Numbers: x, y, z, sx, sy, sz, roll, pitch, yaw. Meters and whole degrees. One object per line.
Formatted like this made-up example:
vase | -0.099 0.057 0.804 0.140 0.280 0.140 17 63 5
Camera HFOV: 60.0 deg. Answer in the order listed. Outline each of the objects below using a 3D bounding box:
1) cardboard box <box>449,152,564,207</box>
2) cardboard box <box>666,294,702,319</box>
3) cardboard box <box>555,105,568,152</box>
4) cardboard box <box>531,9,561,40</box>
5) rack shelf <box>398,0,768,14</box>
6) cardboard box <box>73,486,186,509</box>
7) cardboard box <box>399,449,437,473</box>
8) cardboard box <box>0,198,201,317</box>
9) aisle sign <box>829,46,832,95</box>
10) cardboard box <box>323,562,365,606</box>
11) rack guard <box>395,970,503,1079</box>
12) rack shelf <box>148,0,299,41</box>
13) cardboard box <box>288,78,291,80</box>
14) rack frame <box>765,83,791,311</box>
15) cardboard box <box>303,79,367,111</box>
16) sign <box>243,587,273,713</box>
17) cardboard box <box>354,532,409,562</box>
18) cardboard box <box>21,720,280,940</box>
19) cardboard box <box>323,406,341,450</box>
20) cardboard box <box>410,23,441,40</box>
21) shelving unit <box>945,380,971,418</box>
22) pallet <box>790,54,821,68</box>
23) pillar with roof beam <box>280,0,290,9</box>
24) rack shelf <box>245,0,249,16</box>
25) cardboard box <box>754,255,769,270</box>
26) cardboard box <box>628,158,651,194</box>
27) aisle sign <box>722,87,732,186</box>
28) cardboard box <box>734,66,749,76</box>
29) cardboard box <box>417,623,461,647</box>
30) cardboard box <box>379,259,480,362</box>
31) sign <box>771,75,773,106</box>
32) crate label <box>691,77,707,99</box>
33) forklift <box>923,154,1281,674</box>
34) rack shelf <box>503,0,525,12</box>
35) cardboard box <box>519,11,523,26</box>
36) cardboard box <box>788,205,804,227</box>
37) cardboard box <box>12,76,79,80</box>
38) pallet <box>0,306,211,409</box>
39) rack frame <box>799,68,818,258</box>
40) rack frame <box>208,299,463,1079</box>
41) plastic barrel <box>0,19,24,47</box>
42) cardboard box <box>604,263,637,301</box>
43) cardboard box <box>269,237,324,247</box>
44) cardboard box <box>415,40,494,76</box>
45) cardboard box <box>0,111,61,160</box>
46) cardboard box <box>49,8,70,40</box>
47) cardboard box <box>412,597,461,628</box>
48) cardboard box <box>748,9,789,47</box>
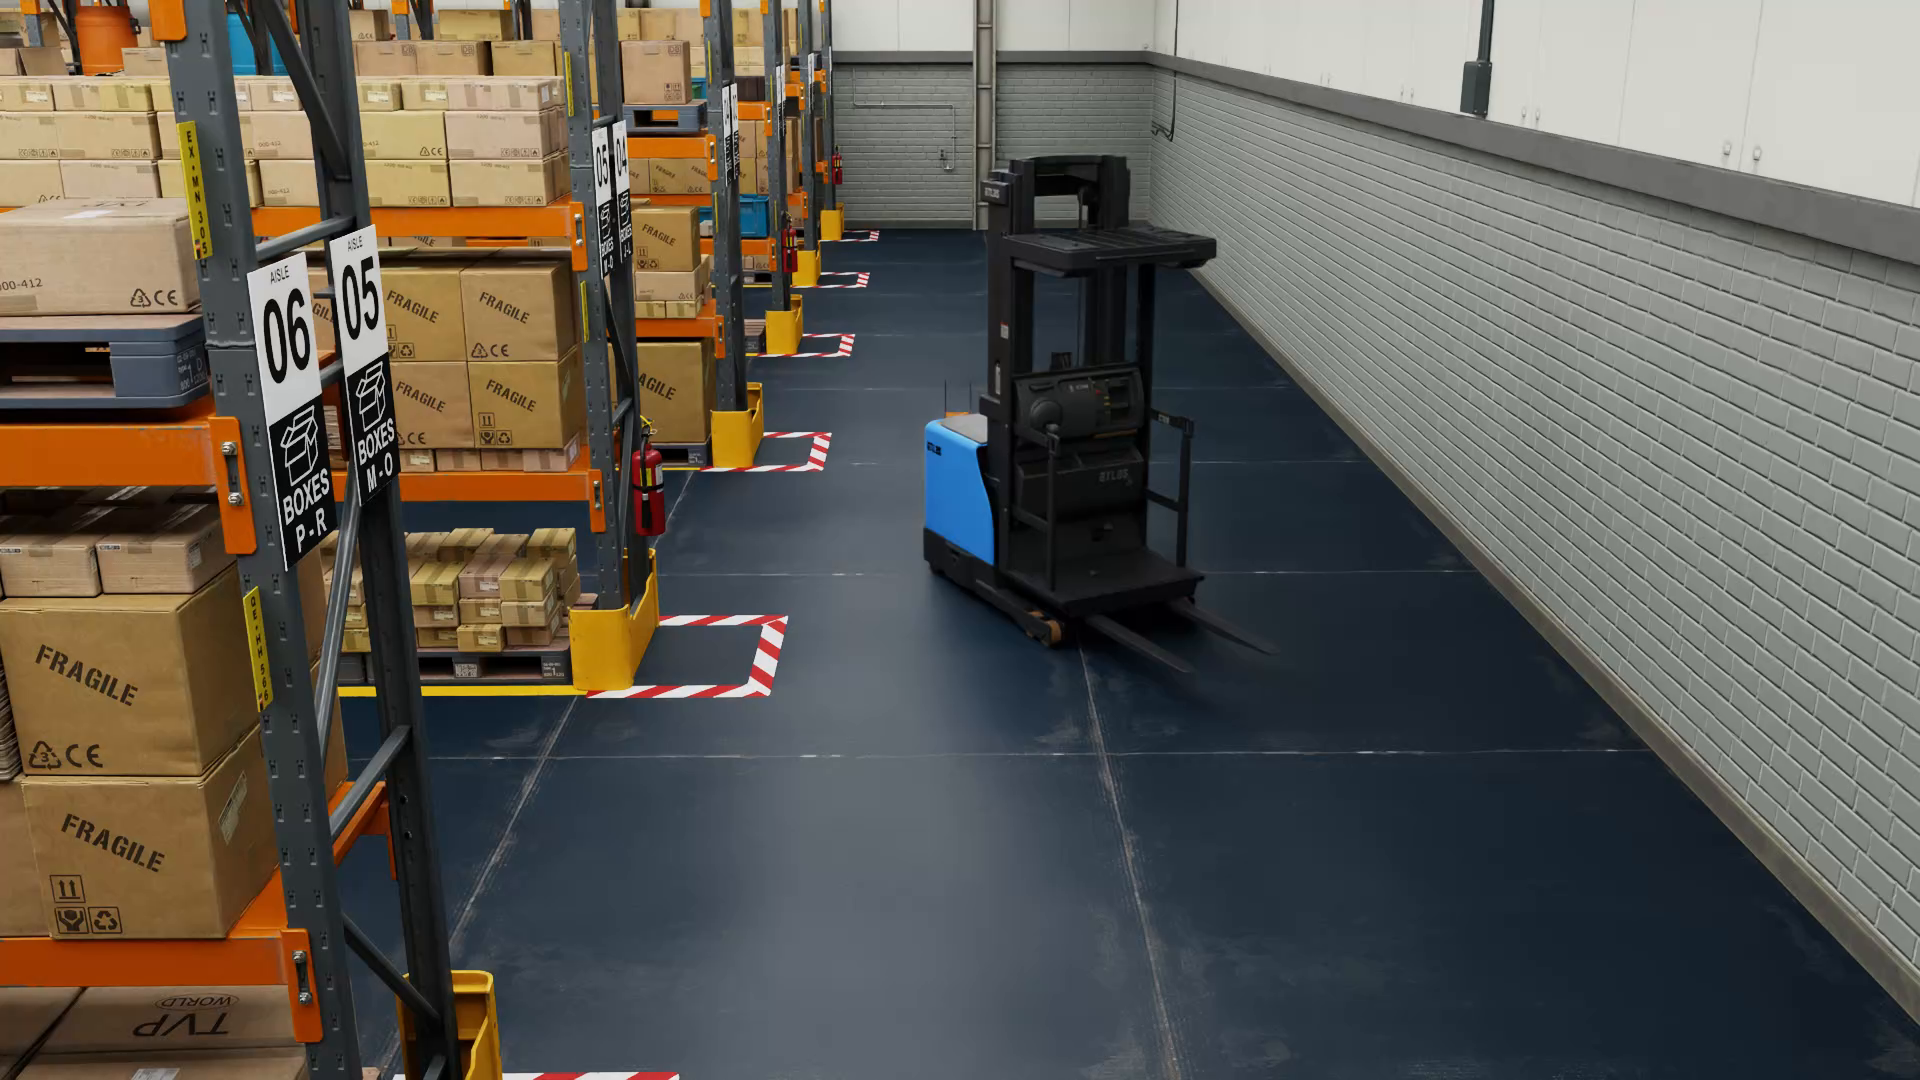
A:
cardboard box | -2.497 -1.995 9.189 0.500 0.250 0.500 -1 18 -2
cardboard box | -2.375 -2.014 14.327 0.250 0.149 0.380 0 18 0
cardboard box | -2.500 -2.393 9.612 0.500 0.250 0.500 0 18 0
cardboard box | -5.690 -7.208 23.396 0.500 0.500 0.700 0 18 -1
rack shelf | -4.102 -6.063 18.547 4.000 0.370 1.077 0 18 -1
cardboard box | -2.488 -0.102 5.091 0.250 0.149 0.380 0 18 0
cardboard box | -3.123 -0.509 9.636 0.250 0.149 0.380 0 18 1
cardboard box | -2.316 -0.784 4.565 0.500 0.250 0.500 -2 18 -6
aisle sign | -2.182 -7.921 28.074 0.004 0.787 0.394 0 18 -1
cardboard box | -3.609 0.257 9.840 0.250 0.149 0.380 0 18 1
rack guard | -1.843 1.981 5.554 0.348 0.500 1.175 0 18 -1
rack shelf | -3.867 -1.523 4.397 4.000 0.370 1.077 0 18 -1
cardboard box | -3.666 -2.592 9.581 0.250 0.149 0.380 0 18 1
rack frame | -2.102 -3.749 19.323 0.127 3.000 1.000 0 18 -1
cardboard box | -3.396 -2.424 9.058 0.250 0.149 0.380 -1 18 -2
sign | -1.873 0.292 4.442 0.005 0.325 0.100 0 18 -1
cardboard box | -3.628 0.077 10.401 0.250 0.149 0.380 0 18 1
cardboard box | -2.345 0.826 4.898 0.500 0.500 0.500 0 18 -1
cardboard box | -3.514 -0.823 9.551 0.500 0.500 0.500 0 18 -1
cardboard box | -7.349 -6.976 23.457 0.600 0.600 0.600 0 18 -1
shelving unit | -0.014 -0.571 12.364 0.189 1.200 0.258 0 18 -1
pallet | -3.000 -8.154 28.289 1.213 0.211 1.003 0 18 -1
pillar with roof beam | -11.503 -8.536 24.424 0.400 9.000 9.100 0 18 -1
rack shelf | -8.023 -4.531 13.772 4.000 0.370 1.077 0 18 -1
cardboard box | -2.716 -4.203 24.111 0.500 0.500 0.500 0 18 -1
cardboard box | -4.650 -5.214 23.728 0.500 0.500 0.500 0 18 -1
aisle sign | -1.947 -3.383 13.926 0.004 0.787 0.394 0 18 -1
cardboard box | -3.186 -6.536 23.348 0.500 0.250 0.500 0 18 -1
cardboard box | -3.091 0.510 10.026 0.250 0.149 0.380 0 18 -1
cardboard box | -3.007 -1.305 9.419 0.500 0.500 0.500 -1 18 -3
sign | -2.077 -4.959 18.357 0.005 0.325 0.100 0 18 -1
crate label | -3.030 -5.200 19.181 0.502 0.251 0.408 0 18 -1
forklift | 0.877 -0.882 10.498 1.130 2.935 3.031 -9 20 -27
rack shelf | -8.176 -7.556 23.203 4.000 0.370 1.077 0 18 -1
cardboard box | -7.140 -8.834 28.152 0.500 0.250 0.500 1 18 3
cardboard box | -2.957 -5.750 28.967 0.500 0.500 0.700 0 18 -1
cardboard box | -5.230 -2.590 9.573 0.250 0.149 0.380 0 18 -1
pallet | -2.609 -0.589 4.706 1.213 0.211 1.003 0 18 -1
rack frame | -2.176 -5.262 24.039 0.127 3.000 1.000 0 18 -1
rack frame | -1.867 0.791 5.172 0.127 3.000 1.000 0 18 -1
plastic barrel | -10.926 -5.439 18.862 0.600 0.901 0.600 0 18 0
cardboard box | -3.011 -2.221 14.318 0.500 0.250 0.500 -1 18 -2
cardboard box | -5.540 -2.568 14.174 0.500 0.500 0.500 0 18 -1
cardboard box | -4.179 -3.923 13.940 0.500 0.500 0.700 1 18 2
cardboard box | -5.063 -2.226 9.093 0.500 0.250 0.500 0 18 -1
cardboard box | -14.754 -8.593 27.680 0.500 0.500 0.500 -2 18 -6
cardboard box | -3.089 0.388 9.920 0.250 0.149 0.380 -1 18 -3
cardboard box | -2.690 -7.206 23.390 0.500 0.500 0.700 0 18 -1
